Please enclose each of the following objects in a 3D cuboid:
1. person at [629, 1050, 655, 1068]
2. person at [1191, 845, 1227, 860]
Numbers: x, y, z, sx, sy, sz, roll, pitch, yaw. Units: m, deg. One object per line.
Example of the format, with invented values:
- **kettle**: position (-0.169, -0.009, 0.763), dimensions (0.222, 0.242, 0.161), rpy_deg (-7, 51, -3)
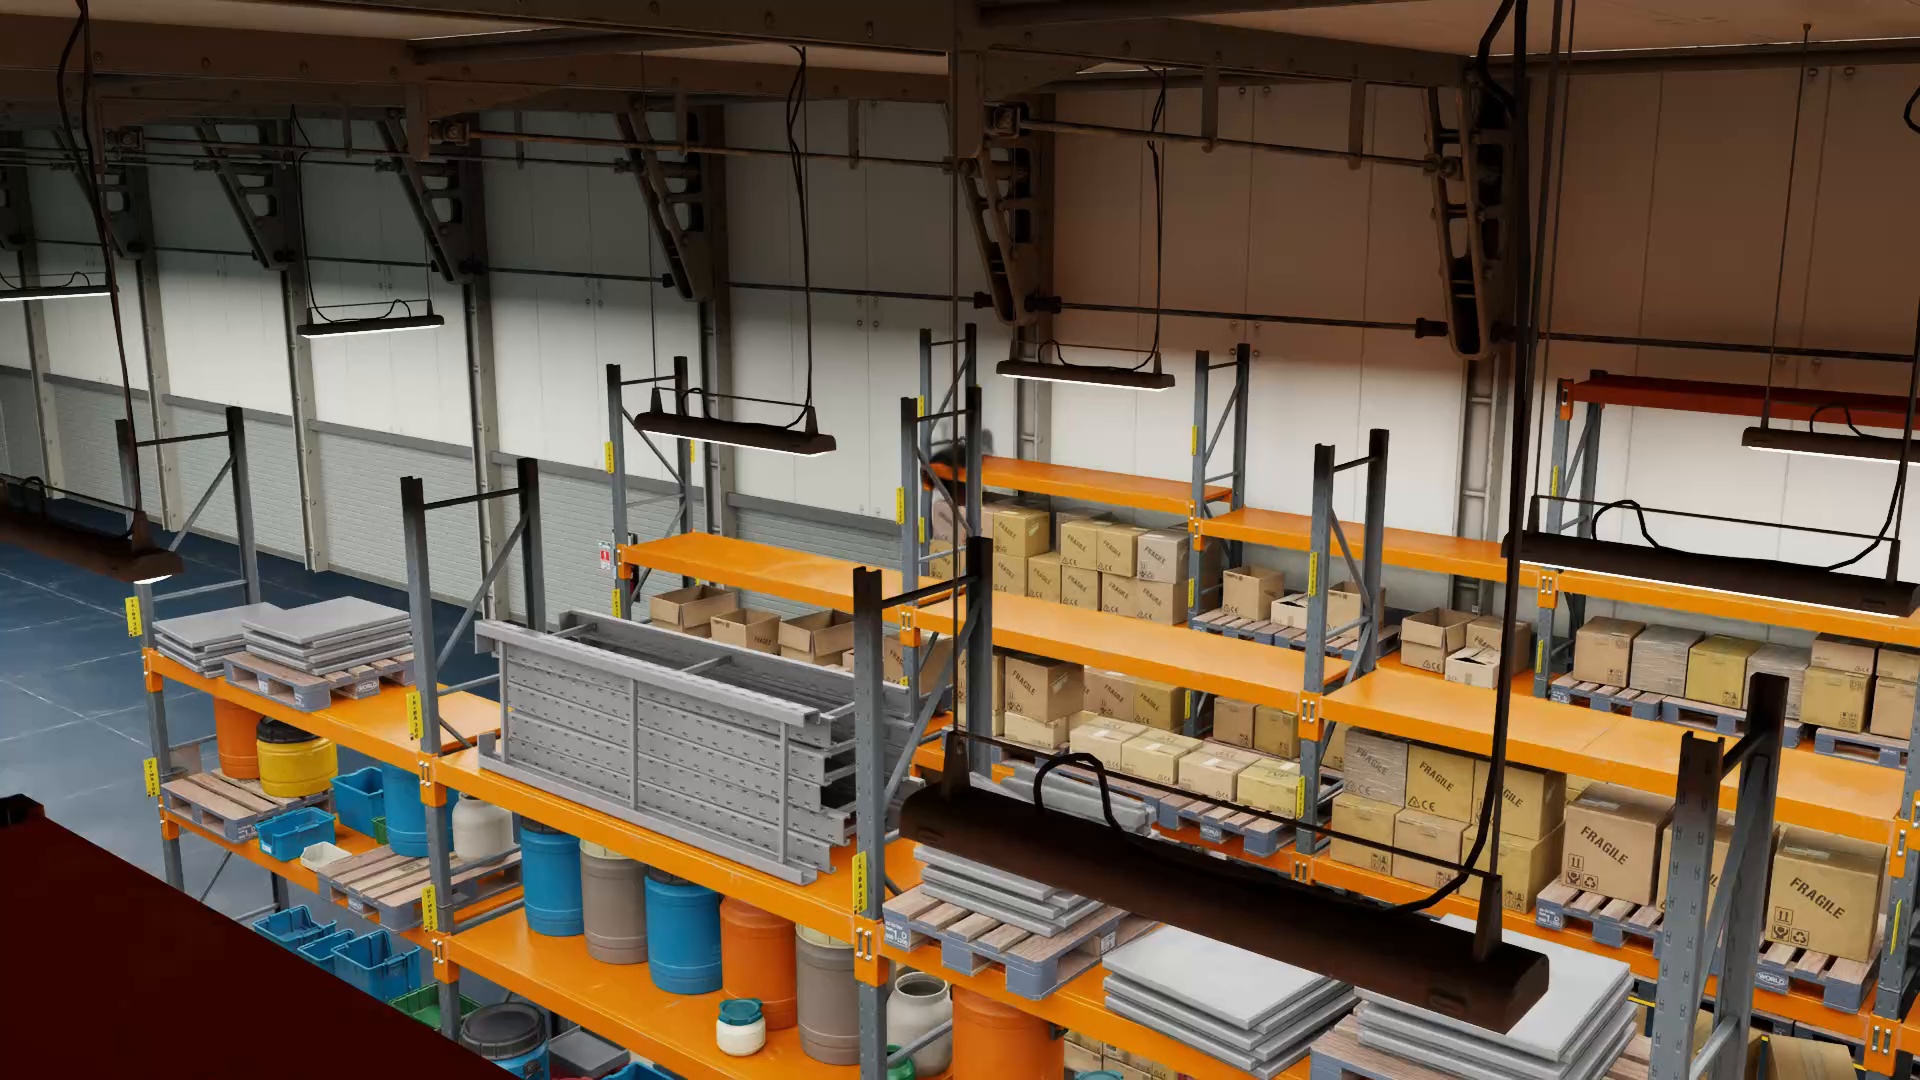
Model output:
- **person**: position (-2.609, 4.160, 13.848), dimensions (0.912, 1.746, 0.720), rpy_deg (11, 17, 40)
- **person**: position (2.466, 3.483, 16.821), dimensions (0.624, 1.747, 0.674), rpy_deg (9, 15, 34)
